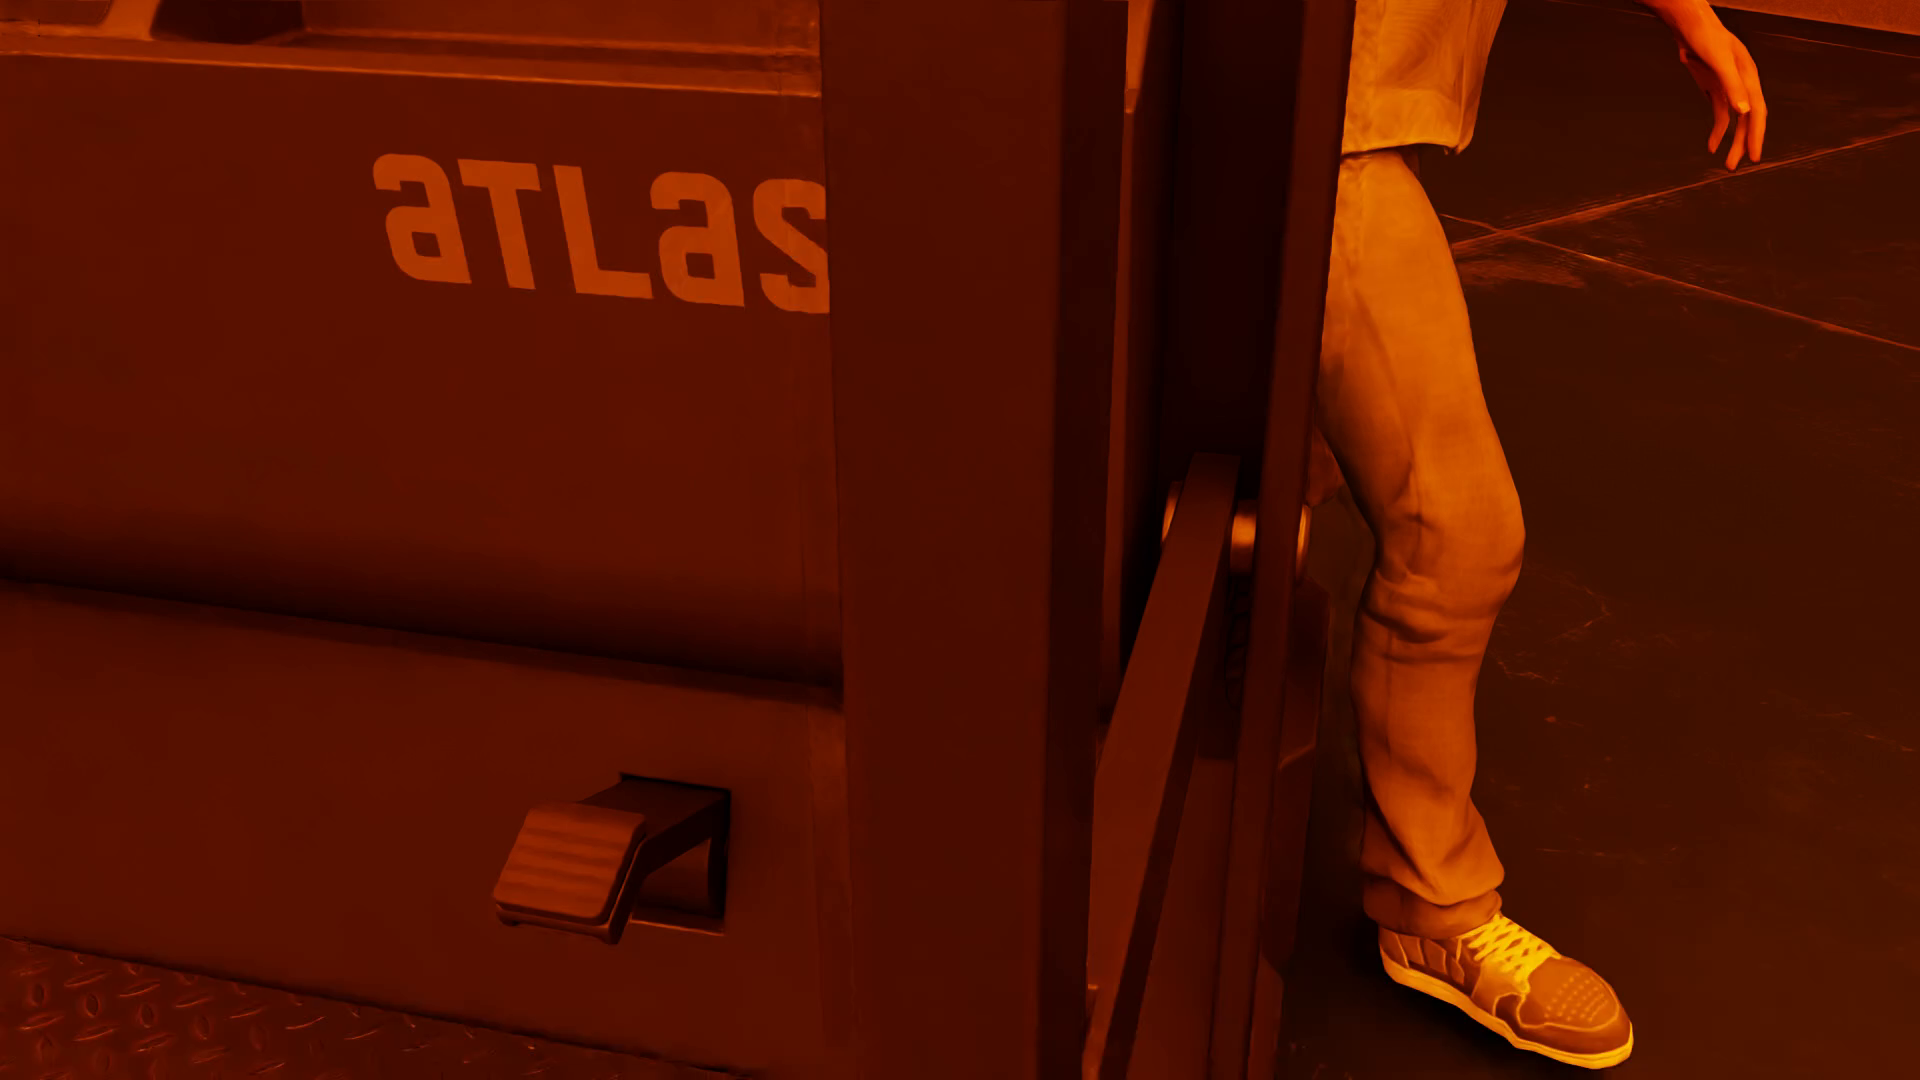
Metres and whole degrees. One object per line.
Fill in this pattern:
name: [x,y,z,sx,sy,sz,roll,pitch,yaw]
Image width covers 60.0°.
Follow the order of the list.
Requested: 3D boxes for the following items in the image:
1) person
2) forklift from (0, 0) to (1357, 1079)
person: [0.342,-0.268,1.469,0.721,1.434,0.589,11,29,21]
forklift: [-0.414,-0.593,0.413,1.130,2.935,3.031,6,27,12]
